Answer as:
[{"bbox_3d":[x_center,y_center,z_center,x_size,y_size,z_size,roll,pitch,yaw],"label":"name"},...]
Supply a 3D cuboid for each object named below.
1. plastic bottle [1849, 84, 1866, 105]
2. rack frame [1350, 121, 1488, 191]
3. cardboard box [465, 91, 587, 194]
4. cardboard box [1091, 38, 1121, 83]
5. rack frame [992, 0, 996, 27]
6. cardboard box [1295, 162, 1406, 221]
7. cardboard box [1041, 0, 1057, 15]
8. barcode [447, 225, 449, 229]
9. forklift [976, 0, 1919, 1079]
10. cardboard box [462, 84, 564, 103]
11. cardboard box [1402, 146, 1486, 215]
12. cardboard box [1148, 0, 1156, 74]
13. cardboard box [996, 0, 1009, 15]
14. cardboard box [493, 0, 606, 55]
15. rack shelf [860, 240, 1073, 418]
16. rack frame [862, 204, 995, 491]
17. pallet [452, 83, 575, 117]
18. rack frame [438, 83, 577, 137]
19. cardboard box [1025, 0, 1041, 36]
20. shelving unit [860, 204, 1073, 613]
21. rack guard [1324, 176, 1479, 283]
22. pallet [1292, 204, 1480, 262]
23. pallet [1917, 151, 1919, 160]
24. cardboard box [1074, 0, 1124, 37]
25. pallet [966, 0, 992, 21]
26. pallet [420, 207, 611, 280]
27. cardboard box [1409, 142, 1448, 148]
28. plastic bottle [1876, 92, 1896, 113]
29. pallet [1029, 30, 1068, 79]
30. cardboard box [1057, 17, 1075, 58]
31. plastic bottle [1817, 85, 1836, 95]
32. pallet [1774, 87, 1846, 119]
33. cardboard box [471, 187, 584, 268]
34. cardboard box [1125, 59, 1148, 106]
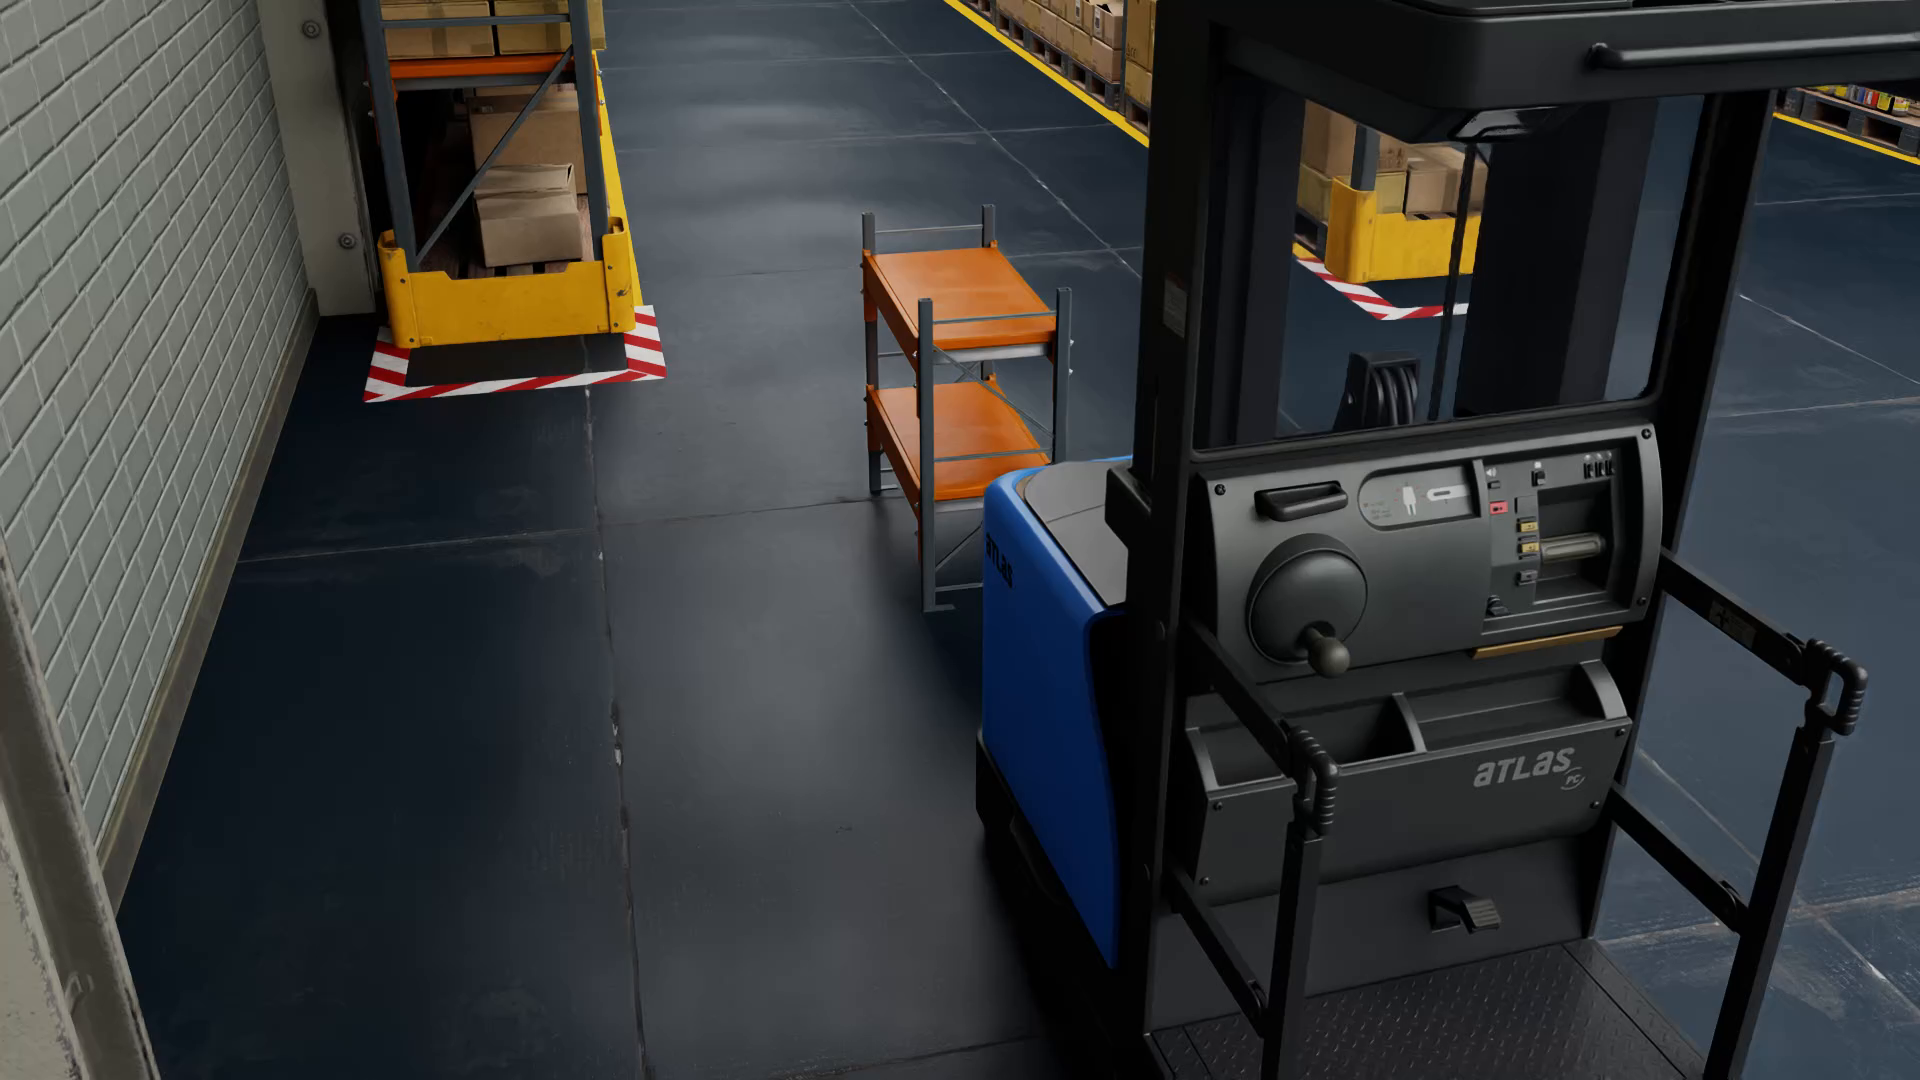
[{"bbox_3d":[6.539,-3.289,11.972,0.152,0.276,0.135,-7,28,-13],"label":"plastic bottle"},{"bbox_3d":[2.615,-2.871,8.610,1.000,3.000,0.127,-6,27,-12],"label":"rack frame"},{"bbox_3d":[-2.524,-2.337,9.838,0.700,0.500,0.500,-8,28,-15],"label":"cardboard box"},{"bbox_3d":[1.338,-3.740,12.916,0.500,0.250,0.500,-6,27,-12],"label":"cardboard box"},{"bbox_3d":[0.812,-6.383,15.568,1.000,3.000,0.127,-6,27,-12],"label":"rack frame"},{"bbox_3d":[2.206,-2.037,9.542,0.500,0.250,0.500,-6,27,-12],"label":"cardboard box"},{"bbox_3d":[1.000,-4.654,14.105,0.500,0.311,0.500,-6,27,-12],"label":"cardboard box"},{"bbox_3d":[-2.673,-1.647,8.670,0.001,0.075,0.075,-6,27,-12],"label":"barcode"},{"bbox_3d":[0.951,0.051,2.896,1.130,2.935,3.031,-8,28,-15],"label":"forklift"},{"bbox_3d":[-3.294,-3.525,12.190,0.700,0.500,0.500,-5,27,-10],"label":"cardboard box"},{"bbox_3d":[2.711,-2.089,9.646,0.500,0.250,0.500,-6,27,-12],"label":"cardboard box"},{"bbox_3d":[1.633,-3.468,11.545,0.500,0.500,0.500,-6,27,-12],"label":"cardboard box"},{"bbox_3d":[0.644,-5.083,15.578,0.500,0.250,0.500,-6,27,-12],"label":"cardboard box"},{"bbox_3d":[-2.011,-2.555,8.127,0.500,0.250,0.500,-7,28,-13],"label":"cardboard box"},{"bbox_3d":[-0.002,-0.766,5.871,0.538,0.278,1.000,-6,27,-12],"label":"rack shelf"},{"bbox_3d":[-0.116,-0.728,6.445,0.500,1.125,0.032,-6,27,-12],"label":"rack frame"},{"bbox_3d":[-3.289,-3.219,12.394,1.003,0.211,1.213,-6,27,-12],"label":"pallet"},{"bbox_3d":[-3.112,-4.123,11.089,1.000,3.000,0.127,-6,27,-12],"label":"rack frame"},{"bbox_3d":[0.881,-4.635,14.690,0.500,0.250,0.500,-7,28,-13],"label":"cardboard box"},{"bbox_3d":[-0.002,-0.505,6.002,0.538,1.125,1.048,-6,27,-12],"label":"shelving unit"},{"bbox_3d":[2.620,-1.745,9.152,1.175,0.500,0.348,-6,27,-12],"label":"rack guard"},{"bbox_3d":[2.402,-1.958,9.895,1.003,0.211,1.213,-6,27,-12],"label":"pallet"},{"bbox_3d":[7.201,-2.514,10.996,1.003,0.211,1.213,-6,27,-12],"label":"pallet"},{"bbox_3d":[1.219,-4.214,13.233,0.500,0.311,0.500,-5,27,-10],"label":"cardboard box"},{"bbox_3d":[0.681,-5.470,16.853,1.003,0.211,1.213,-6,27,-12],"label":"pallet"},{"bbox_3d":[-2.376,-1.515,9.018,1.003,0.211,1.213,-6,27,-12],"label":"pallet"},{"bbox_3d":[2.596,-2.643,9.911,0.500,0.500,0.500,-6,27,-12],"label":"cardboard box"},{"bbox_3d":[6.557,-3.168,11.723,0.061,0.283,0.133,-5,27,-10],"label":"plastic bottle"},{"bbox_3d":[1.231,-4.239,14.413,1.003,0.211,1.213,-6,27,-12],"label":"pallet"},{"bbox_3d":[1.110,-4.187,13.801,0.500,0.250,0.500,-5,27,-10],"label":"cardboard box"},{"bbox_3d":[6.456,-3.476,12.260,0.144,0.351,0.185,-6,27,-12],"label":"plastic bottle"},{"bbox_3d":[6.651,-3.585,13.118,1.003,0.211,1.213,-6,27,-12],"label":"pallet"},{"bbox_3d":[-2.279,-1.676,8.736,0.500,0.311,0.500,-9,28,-17],"label":"cardboard box"},{"bbox_3d":[1.523,-3.353,12.149,0.500,0.250,0.500,-6,27,-12],"label":"cardboard box"}]
